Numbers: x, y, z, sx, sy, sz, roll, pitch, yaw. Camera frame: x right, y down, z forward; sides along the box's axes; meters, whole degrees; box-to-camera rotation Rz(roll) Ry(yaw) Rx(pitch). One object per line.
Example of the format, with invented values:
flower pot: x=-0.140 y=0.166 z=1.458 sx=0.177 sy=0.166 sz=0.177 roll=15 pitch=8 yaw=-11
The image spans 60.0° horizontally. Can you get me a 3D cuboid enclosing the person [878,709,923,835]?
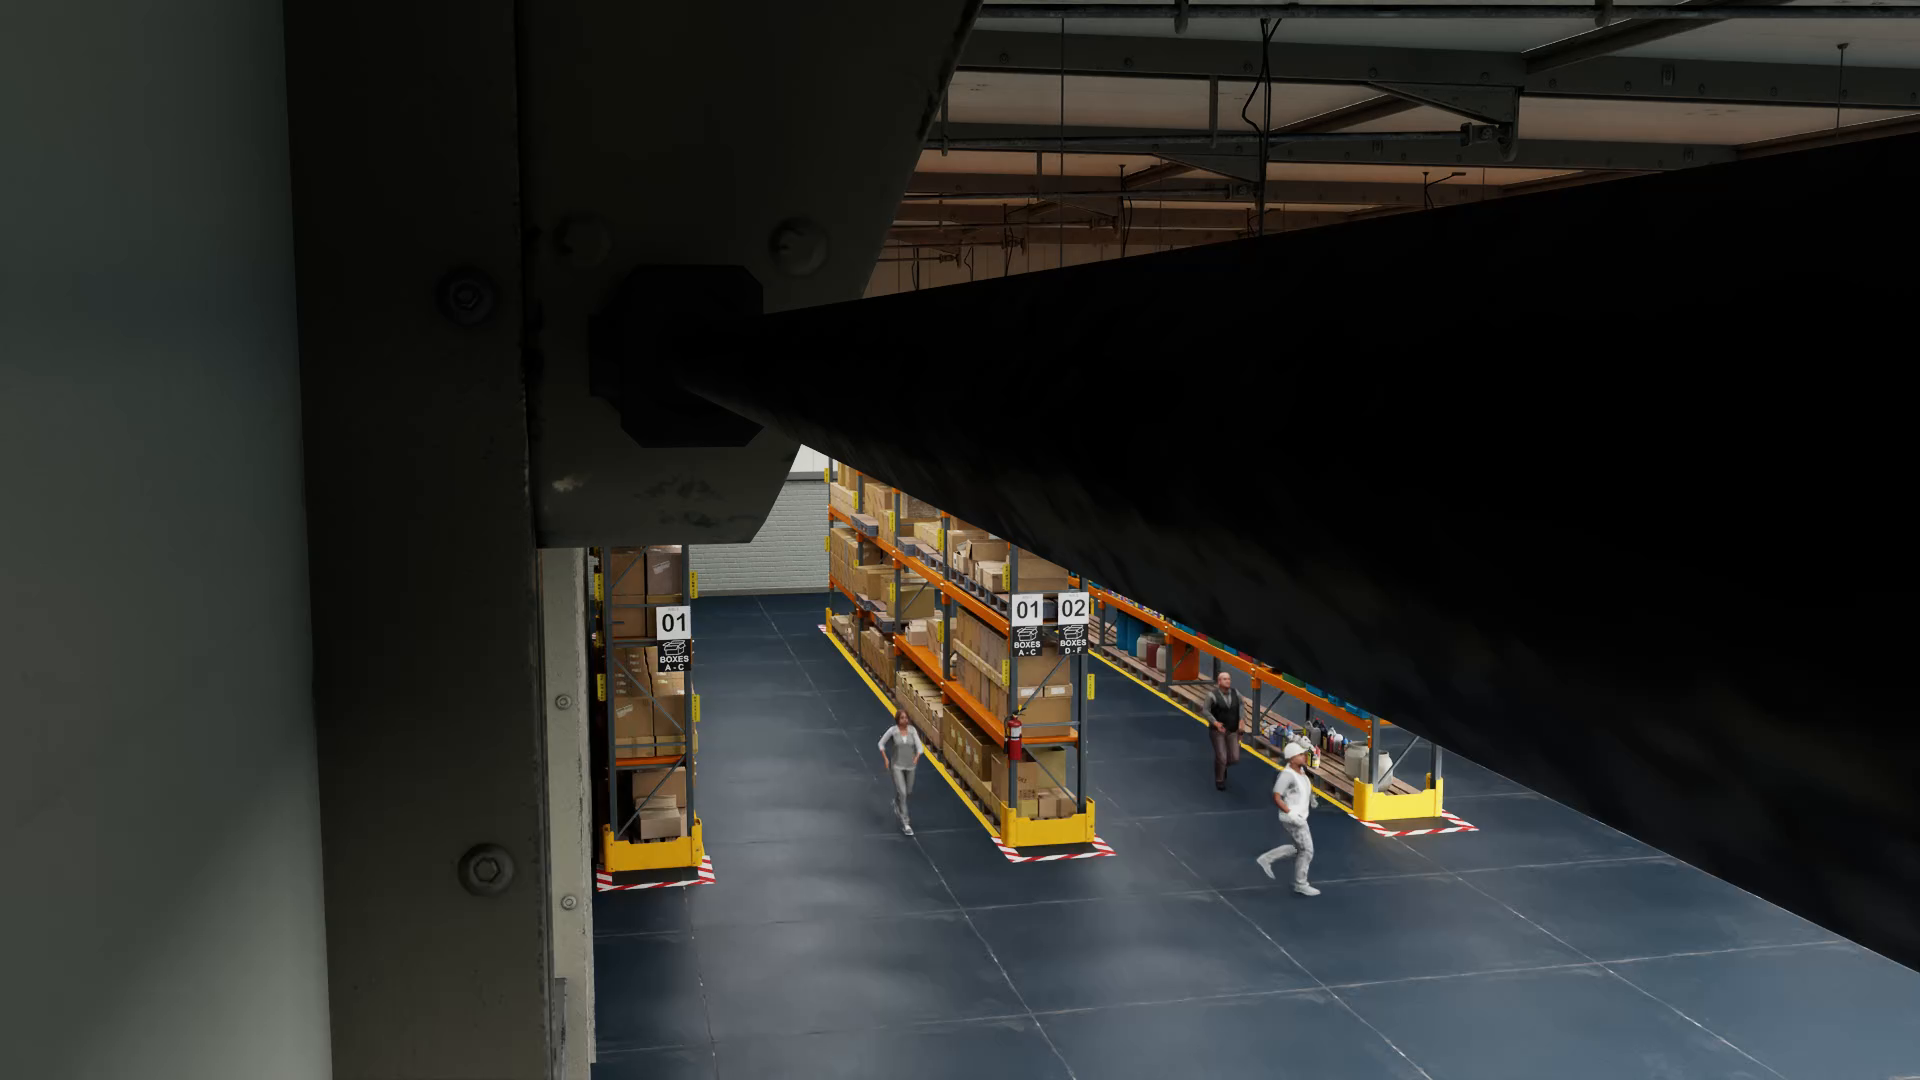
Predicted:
person: x=-0.765 y=2.970 z=21.659 sx=0.559 sy=1.586 sz=0.855 roll=-2 pitch=7 yaw=-20

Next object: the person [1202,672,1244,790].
person: x=3.759 y=2.702 z=23.625 sx=0.692 sy=1.680 sz=0.599 roll=-2 pitch=7 yaw=-16

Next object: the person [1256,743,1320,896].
person: x=3.802 y=3.197 z=19.178 sx=0.749 sy=1.767 sz=0.674 roll=2 pitch=7 yaw=20
